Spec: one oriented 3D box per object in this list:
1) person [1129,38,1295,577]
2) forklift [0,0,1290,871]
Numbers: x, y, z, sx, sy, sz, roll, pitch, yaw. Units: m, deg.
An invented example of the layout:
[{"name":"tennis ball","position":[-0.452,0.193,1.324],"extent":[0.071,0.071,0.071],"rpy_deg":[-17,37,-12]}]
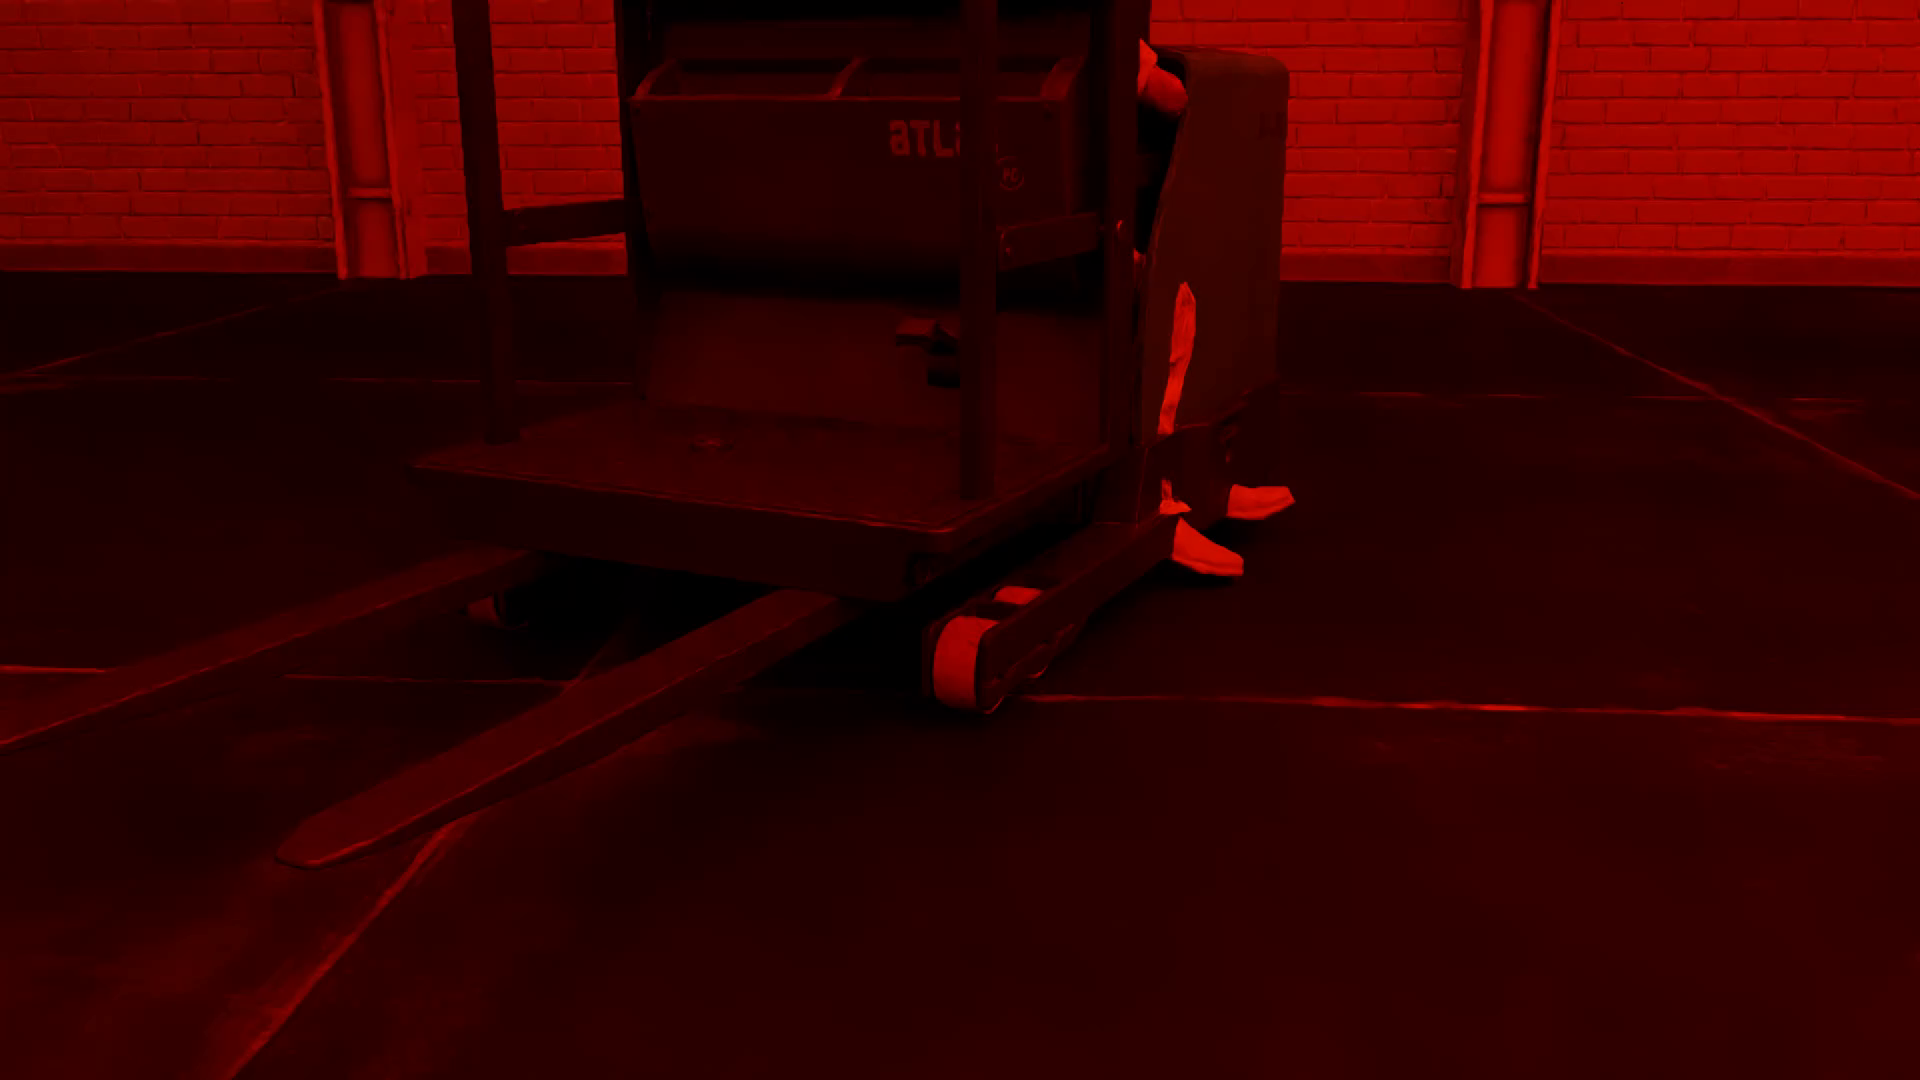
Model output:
[{"name":"person","position":[0.207,-0.750,3.686],"extent":[0.962,1.487,1.101],"rpy_deg":[-6,16,-21]},{"name":"forklift","position":[-0.299,-1.256,2.846],"extent":[1.130,2.935,3.031],"rpy_deg":[7,17,25]}]
